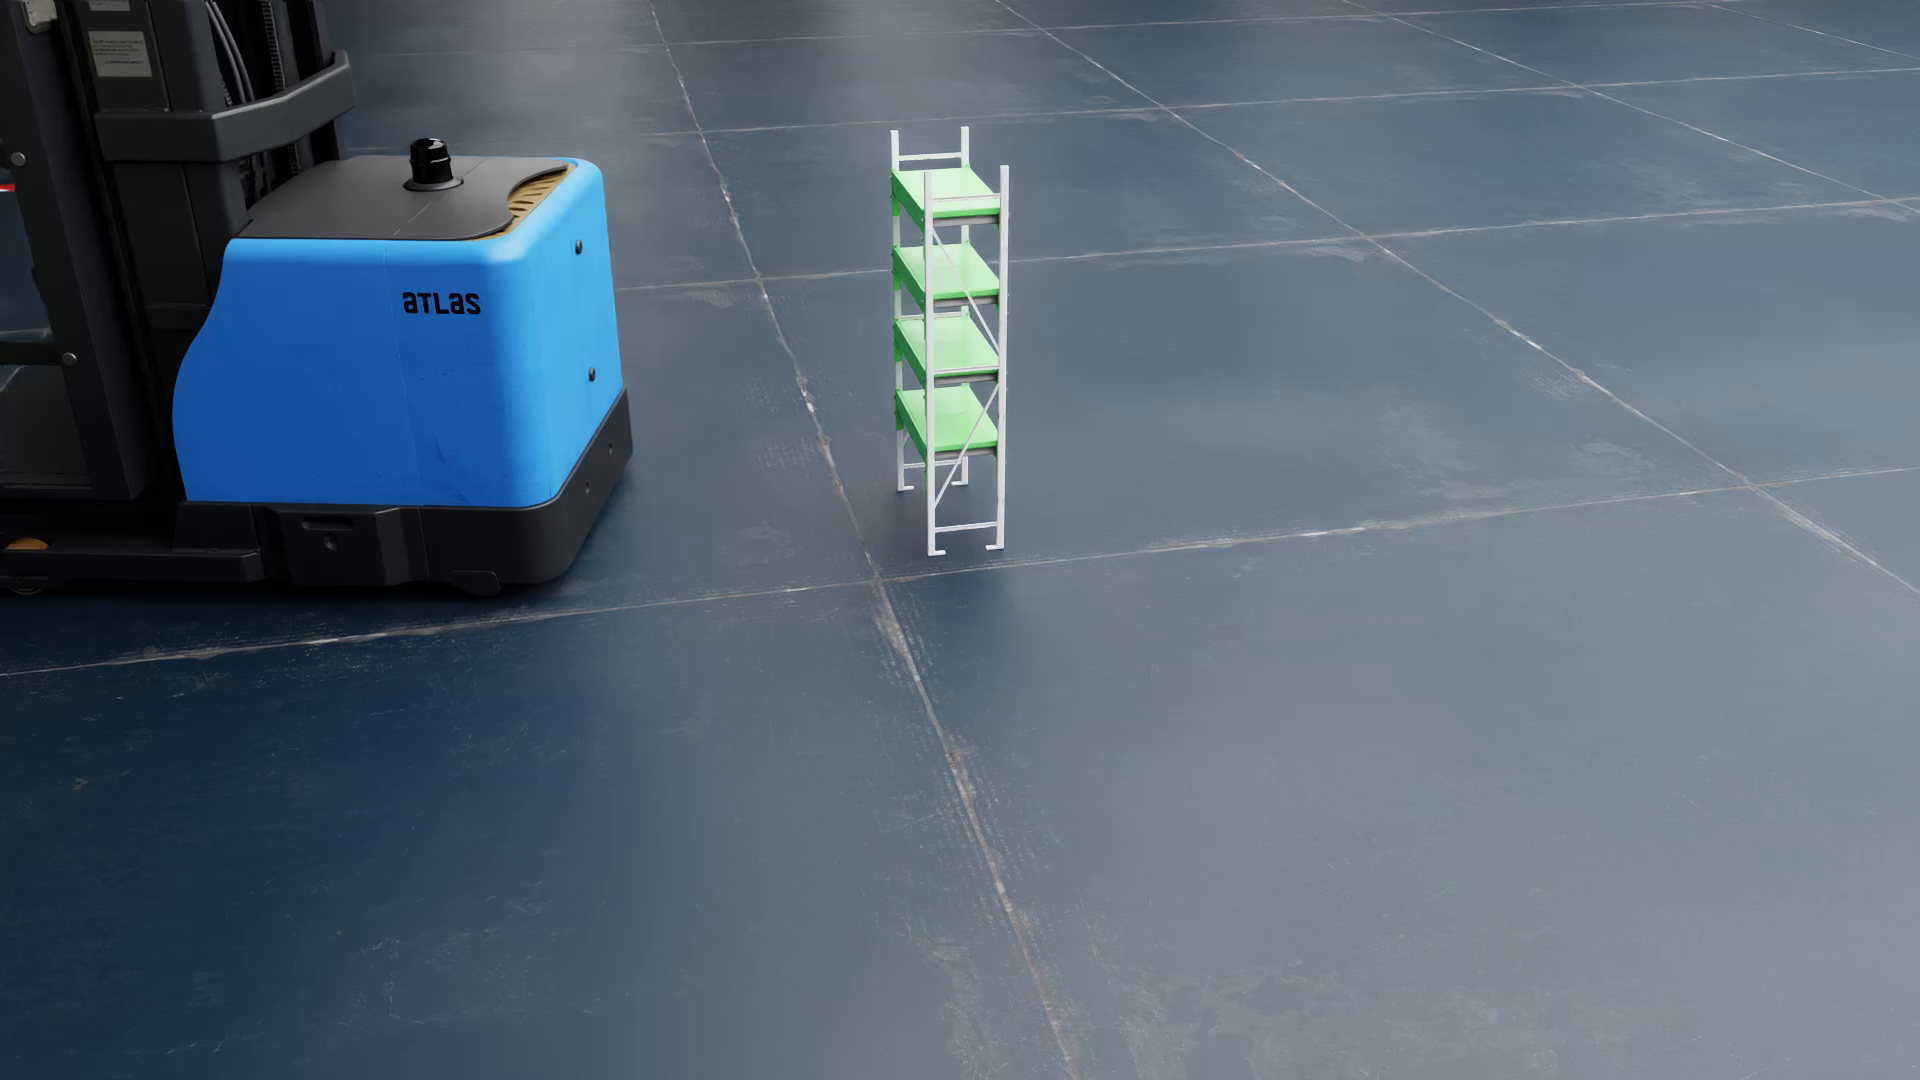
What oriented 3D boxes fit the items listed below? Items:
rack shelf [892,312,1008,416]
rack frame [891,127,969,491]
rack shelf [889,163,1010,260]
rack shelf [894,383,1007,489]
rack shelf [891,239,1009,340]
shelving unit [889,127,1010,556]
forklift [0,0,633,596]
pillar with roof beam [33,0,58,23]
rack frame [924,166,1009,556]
[{"bbox_3d":[-0.037,-0.551,5.152,0.258,0.148,0.480,-6,27,-12],"label":"rack shelf"},{"bbox_3d":[-0.092,-0.715,5.336,0.240,1.200,0.015,-6,27,-12],"label":"rack frame"},{"bbox_3d":[-0.037,-0.980,4.936,0.258,0.148,0.480,-6,27,-12],"label":"rack shelf"},{"bbox_3d":[-0.037,-0.337,5.261,0.258,0.148,0.480,-6,27,-12],"label":"rack shelf"},{"bbox_3d":[-0.037,-0.766,5.044,0.258,0.148,0.480,-6,27,-12],"label":"rack shelf"},{"bbox_3d":[-0.037,-0.608,5.124,0.258,1.200,0.503,-6,27,-12],"label":"shelving unit"},{"bbox_3d":[-2.650,-1.382,4.736,3.031,2.935,1.130,1,27,2],"label":"forklift"},{"bbox_3d":[-2.156,-7.859,10.833,9.100,9.000,0.400,-6,27,-12],"label":"pillar with roof beam"},{"bbox_3d":[0.018,-0.501,4.911,0.240,1.200,0.015,-6,27,-12],"label":"rack frame"}]
